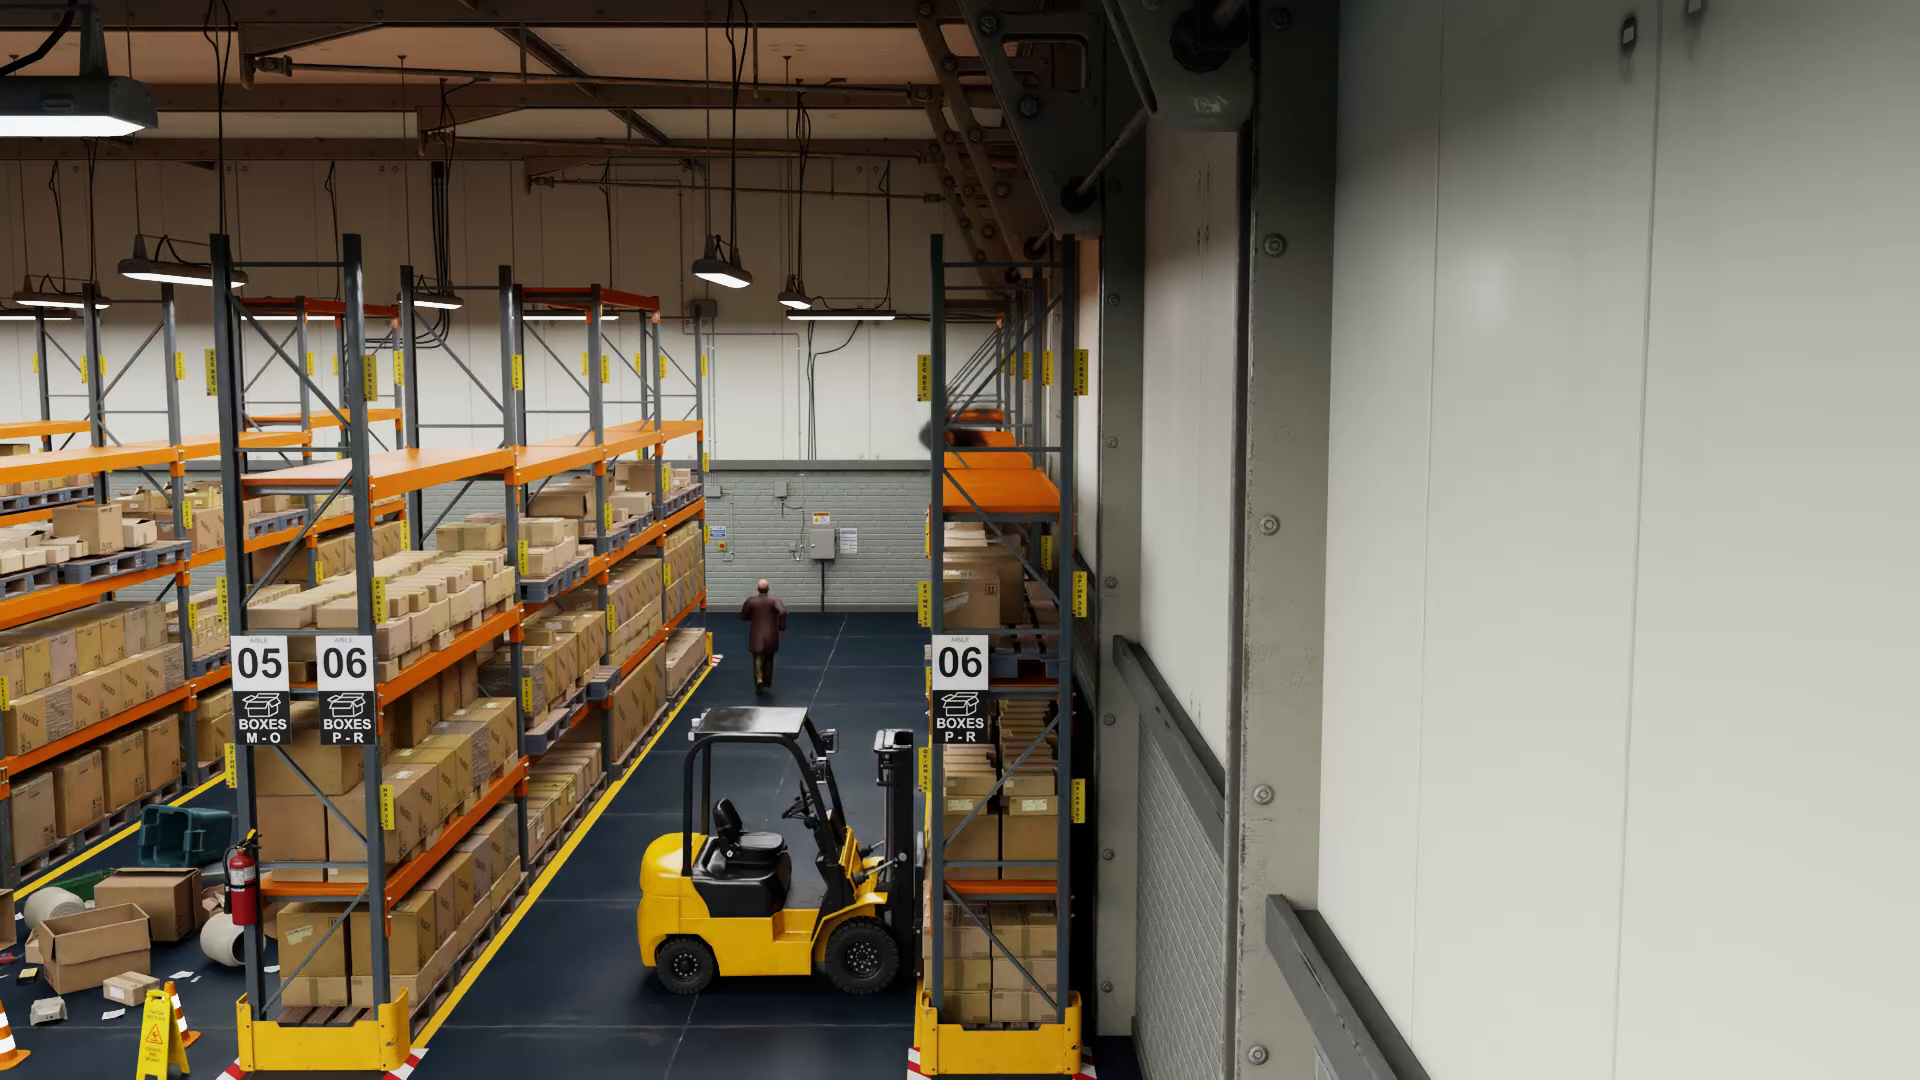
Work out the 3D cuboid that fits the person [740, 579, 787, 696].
[{"bbox_3d":[-2.974,1.473,25.188,0.704,1.761,1.049,-1,6,-6],"label":"person"}]
